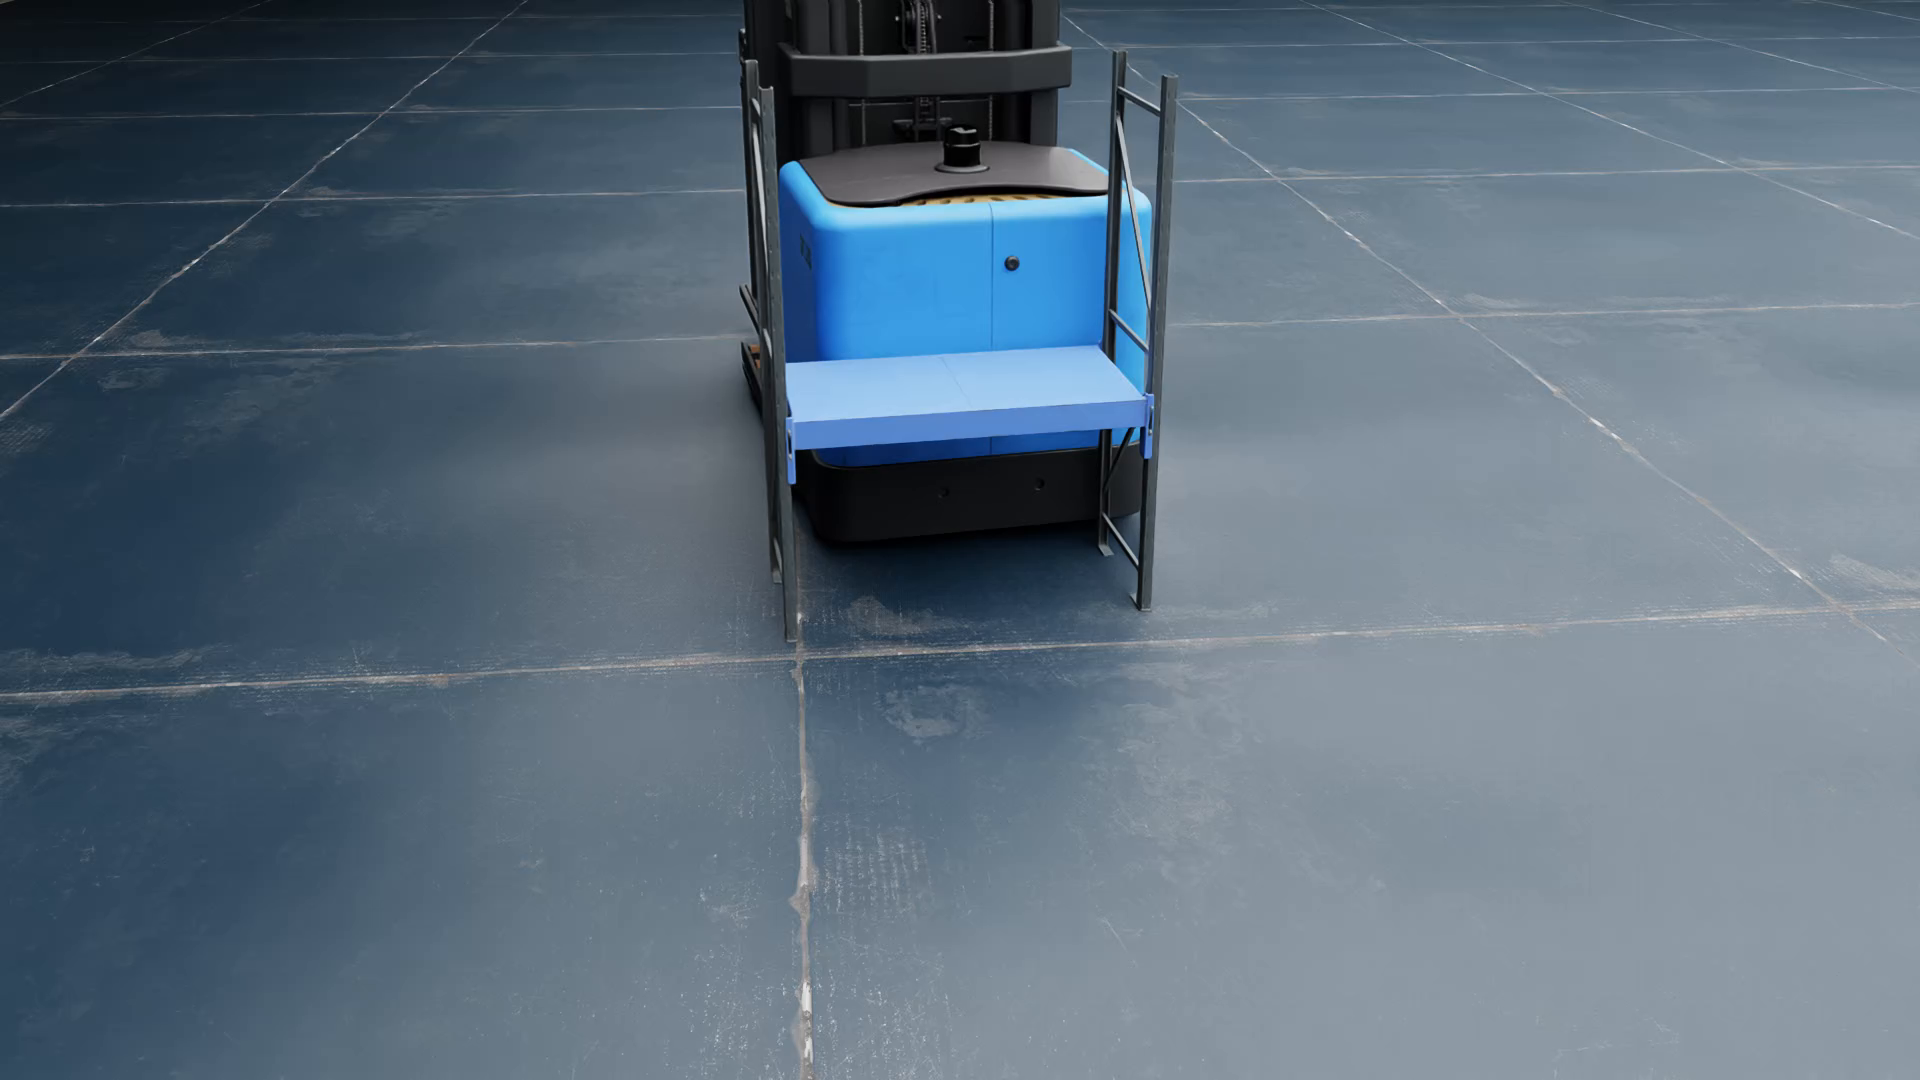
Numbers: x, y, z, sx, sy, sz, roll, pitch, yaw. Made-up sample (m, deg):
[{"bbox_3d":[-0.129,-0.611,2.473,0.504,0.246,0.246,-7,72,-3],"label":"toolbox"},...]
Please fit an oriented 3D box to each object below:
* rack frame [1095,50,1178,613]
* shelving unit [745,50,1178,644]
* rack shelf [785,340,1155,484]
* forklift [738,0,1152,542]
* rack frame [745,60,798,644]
[{"bbox_3d":[0.486,-0.576,4.700,0.032,1.500,0.500,-5,24,-10],"label":"rack frame"},{"bbox_3d":[-0.013,-0.537,4.611,1.048,1.500,0.538,-5,24,-10],"label":"shelving unit"},{"bbox_3d":[-0.013,-0.372,4.684,1.000,0.185,0.538,-5,24,-10],"label":"rack shelf"},{"bbox_3d":[-0.251,-1.905,5.927,1.130,2.935,3.031,-5,25,-12],"label":"forklift"},{"bbox_3d":[-0.512,-0.497,4.522,0.032,1.500,0.500,-5,24,-10],"label":"rack frame"}]
